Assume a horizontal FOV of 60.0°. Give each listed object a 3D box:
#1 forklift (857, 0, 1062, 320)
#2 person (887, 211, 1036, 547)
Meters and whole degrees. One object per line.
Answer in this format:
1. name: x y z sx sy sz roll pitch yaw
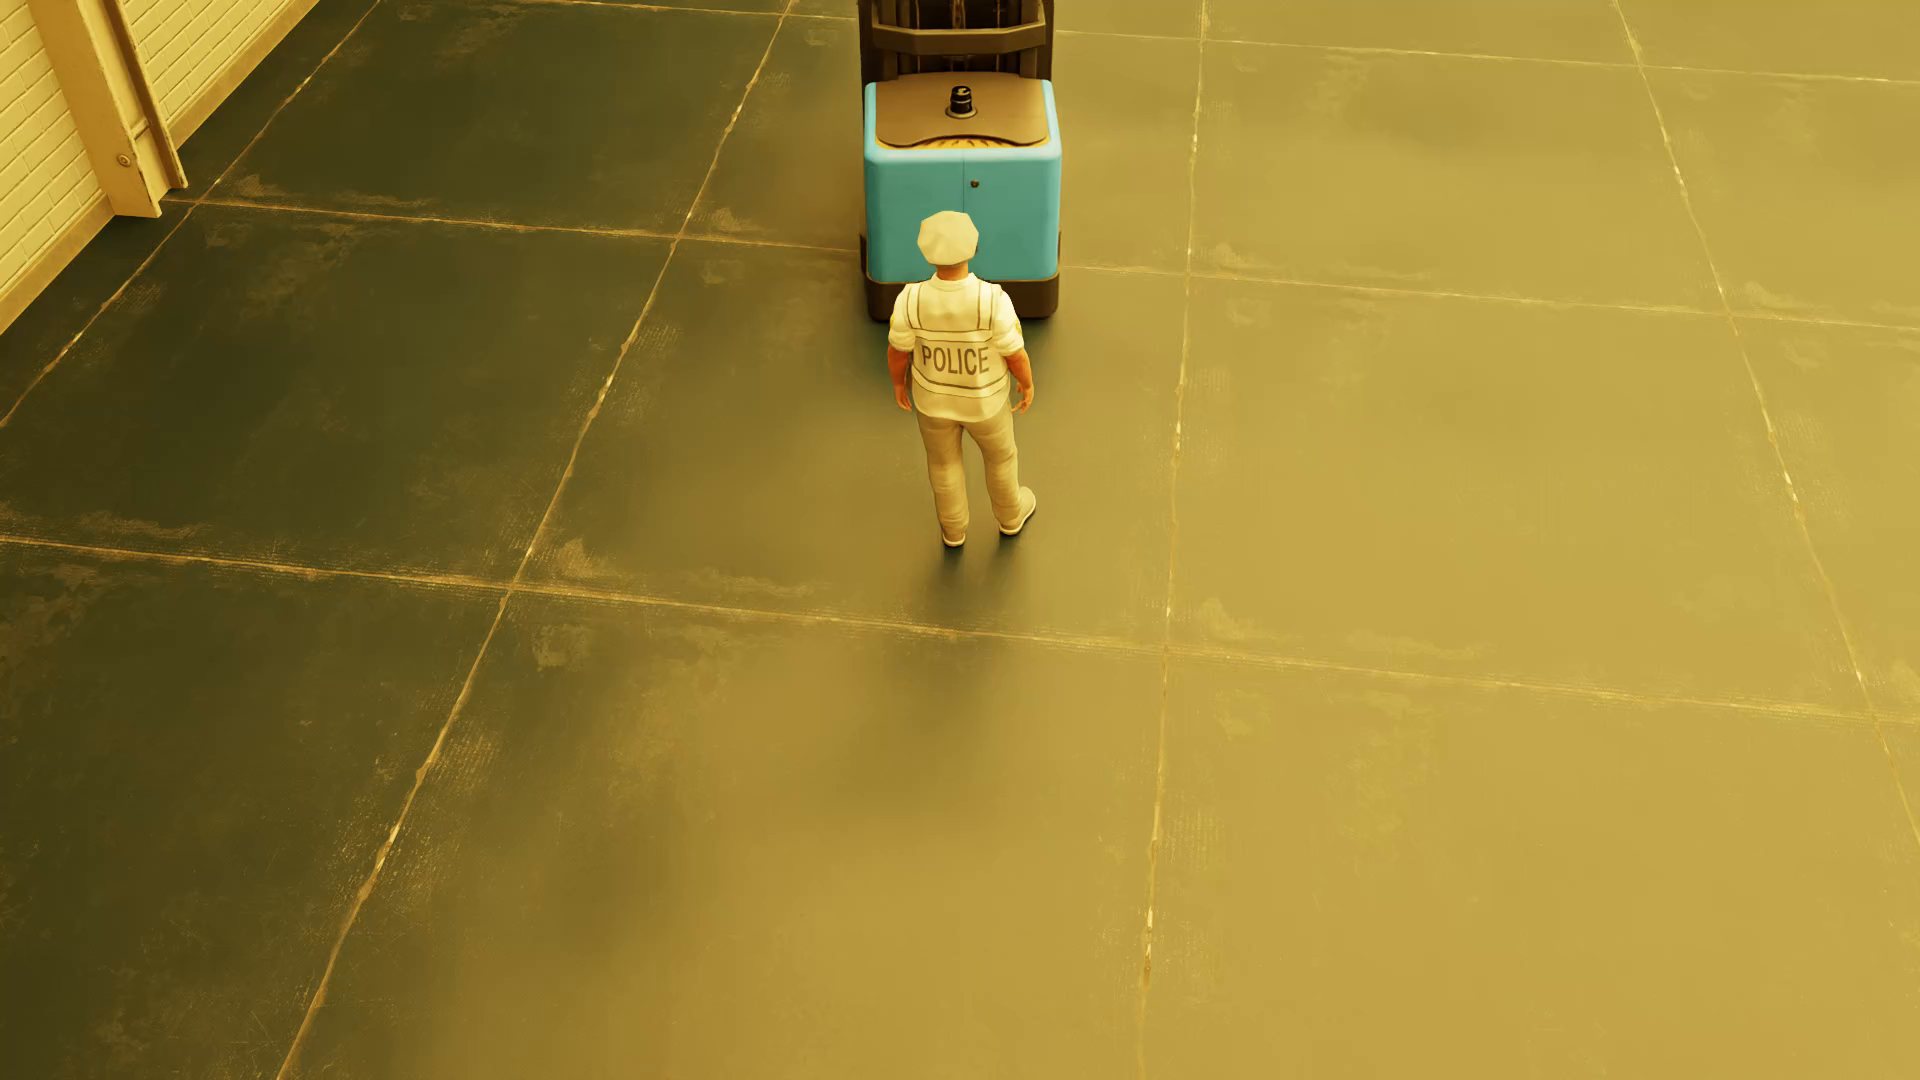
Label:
1. forklift: -0.030 -3.261 9.275 1.130 2.935 3.031 -1 43 -1
2. person: 0.021 -0.712 7.340 0.641 1.778 0.574 5 43 6
